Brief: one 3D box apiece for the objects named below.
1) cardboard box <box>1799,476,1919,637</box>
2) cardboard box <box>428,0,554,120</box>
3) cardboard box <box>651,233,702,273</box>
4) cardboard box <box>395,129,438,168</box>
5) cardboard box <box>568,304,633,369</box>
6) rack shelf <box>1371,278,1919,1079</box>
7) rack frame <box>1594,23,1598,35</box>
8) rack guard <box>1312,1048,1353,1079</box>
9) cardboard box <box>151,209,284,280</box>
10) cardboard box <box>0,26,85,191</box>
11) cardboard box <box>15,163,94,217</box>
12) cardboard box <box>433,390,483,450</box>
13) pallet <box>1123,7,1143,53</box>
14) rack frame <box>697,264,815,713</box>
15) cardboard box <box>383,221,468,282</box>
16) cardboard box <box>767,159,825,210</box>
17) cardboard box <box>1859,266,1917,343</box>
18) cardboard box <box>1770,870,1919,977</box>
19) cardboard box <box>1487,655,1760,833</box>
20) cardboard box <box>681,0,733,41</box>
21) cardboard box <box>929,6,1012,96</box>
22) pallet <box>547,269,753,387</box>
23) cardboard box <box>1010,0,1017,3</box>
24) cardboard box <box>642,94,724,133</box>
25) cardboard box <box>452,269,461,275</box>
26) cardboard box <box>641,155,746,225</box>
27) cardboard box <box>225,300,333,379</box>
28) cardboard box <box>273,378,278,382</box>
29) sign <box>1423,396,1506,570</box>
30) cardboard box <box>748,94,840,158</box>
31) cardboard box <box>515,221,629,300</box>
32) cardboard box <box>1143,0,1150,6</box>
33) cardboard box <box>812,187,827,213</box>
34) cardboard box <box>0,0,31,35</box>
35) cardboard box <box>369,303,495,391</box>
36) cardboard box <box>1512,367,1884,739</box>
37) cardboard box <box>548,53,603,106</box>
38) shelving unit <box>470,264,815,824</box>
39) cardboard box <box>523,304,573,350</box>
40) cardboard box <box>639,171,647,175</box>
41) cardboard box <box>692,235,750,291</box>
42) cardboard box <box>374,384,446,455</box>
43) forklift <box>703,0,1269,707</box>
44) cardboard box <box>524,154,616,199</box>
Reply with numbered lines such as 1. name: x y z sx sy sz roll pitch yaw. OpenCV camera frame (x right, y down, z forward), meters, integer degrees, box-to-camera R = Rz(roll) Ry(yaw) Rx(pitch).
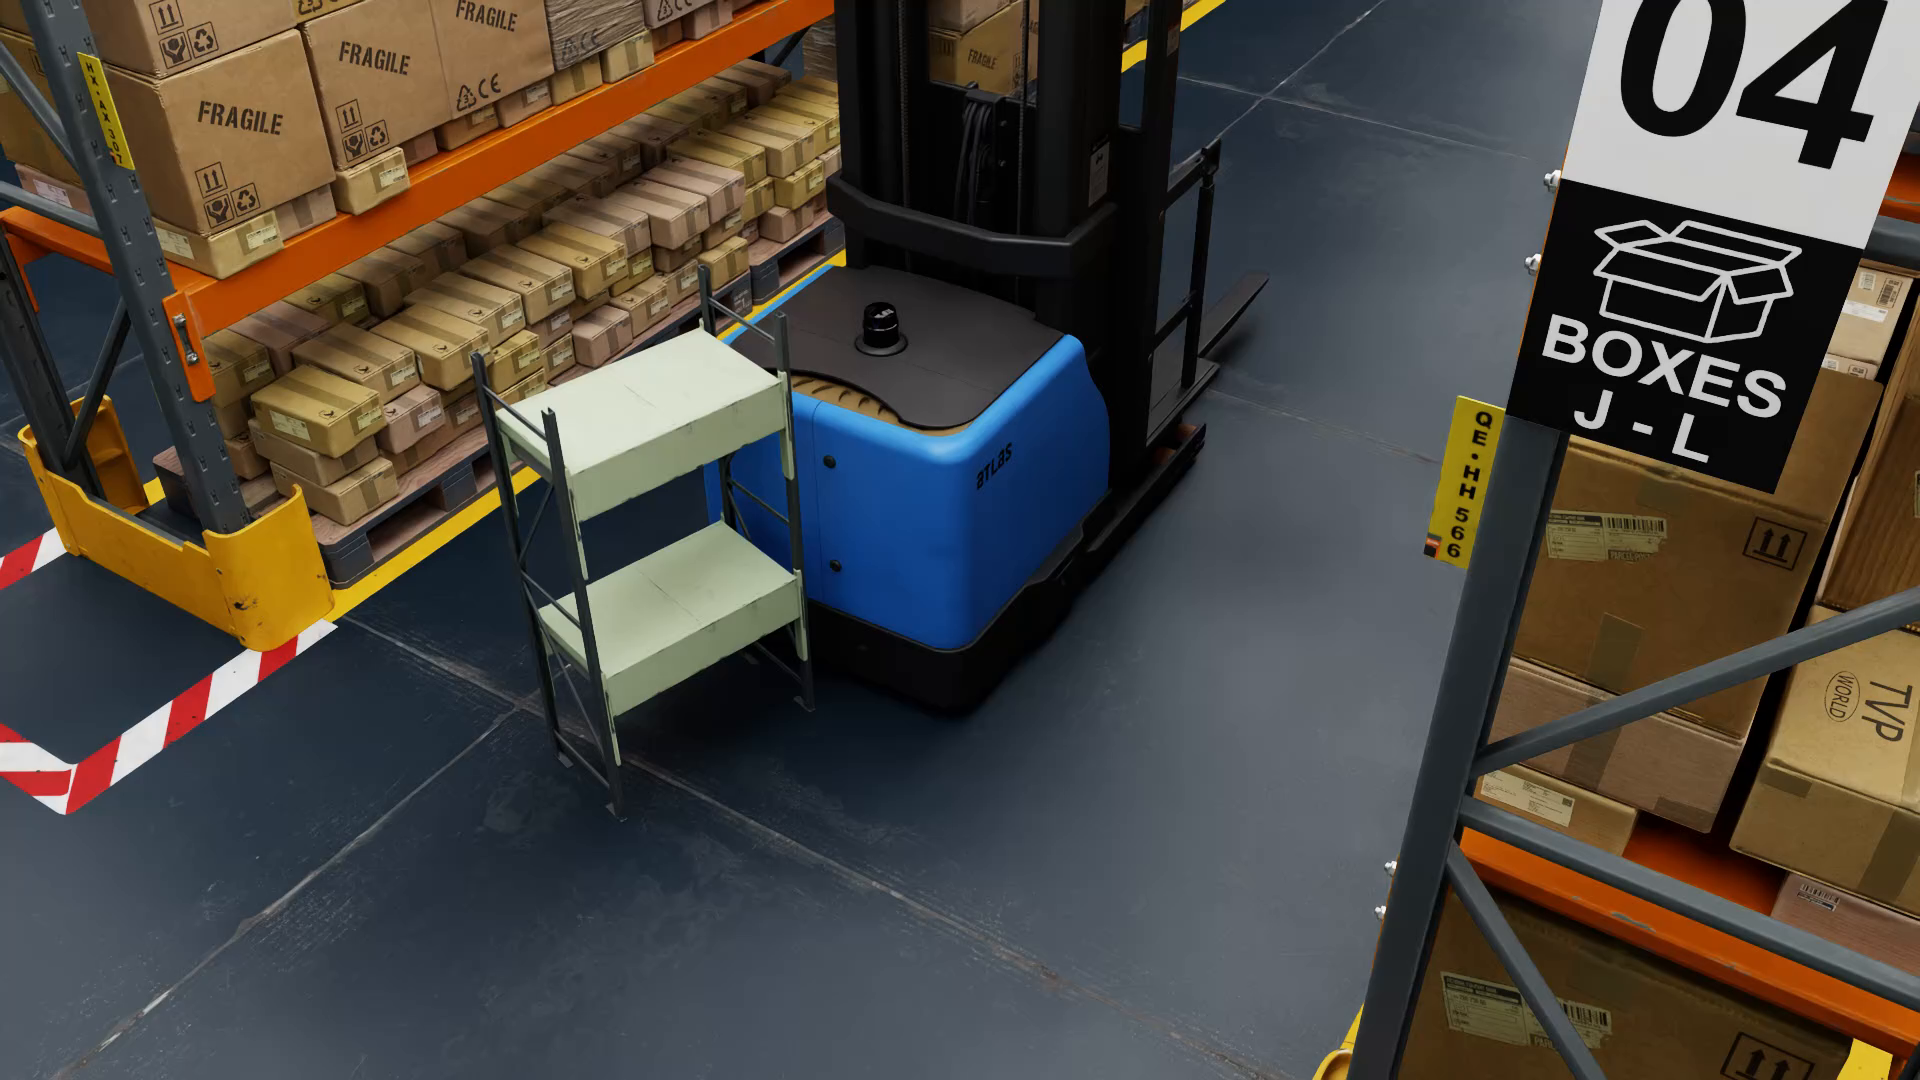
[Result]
1. cardboard box: 2.055 0.161 3.463 0.500 0.250 0.500 21 42 25
2. cardboard box: -1.824 -1.857 5.876 0.500 0.500 0.500 22 43 26
3. cardboard box: -1.355 -1.323 7.256 0.380 0.149 0.250 19 42 23
4. cardboard box: -2.072 -1.430 5.855 0.380 0.149 0.250 23 43 27
5. cardboard box: -1.595 -0.879 6.924 0.380 0.149 0.250 19 42 23
6. rack shelf: 2.369 -0.097 4.509 1.077 0.370 4.000 21 42 25
7. rack frame: 1.297 -1.727 1.120 1.000 3.000 0.127 21 42 25
8. rack guard: 1.285 1.651 3.699 1.175 0.500 0.348 21 42 25
9. cardboard box: -2.386 -0.986 5.278 0.380 0.149 0.250 21 42 25
10. cardboard box: -2.813 -1.499 5.412 0.500 0.500 0.500 22 43 26
11. cardboard box: -2.900 -1.187 5.538 0.380 0.149 0.250 21 42 25
12. cardboard box: -2.087 -0.520 6.459 0.380 0.149 0.250 22 43 26
13. pallet: 0.375 -3.017 9.990 1.003 0.211 1.213 21 42 25
14. rack frame: -0.622 -0.115 5.171 0.023 1.500 0.400 -29 46 -32
15. cardboard box: -2.263 -1.210 6.866 0.380 0.149 0.250 23 43 27
16. cardboard box: -0.857 -1.689 7.732 0.380 0.149 0.250 20 42 24
17. cardboard box: 2.424 -0.792 4.699 0.500 0.250 0.500 22 43 26
18. cardboard box: 1.766 0.673 3.126 0.380 0.149 0.250 22 43 26
19. cardboard box: 1.333 0.254 3.343 0.500 0.250 0.500 20 42 24
20. cardboard box: -1.168 -2.203 6.857 0.380 0.149 0.250 19 42 23
21. cardboard box: -0.074 -2.558 8.815 0.500 0.500 0.500 23 43 27
22. pallet: -1.676 -0.994 7.367 1.003 0.211 1.213 21 42 25
23. cardboard box: 0.209 -3.131 8.944 0.500 0.250 0.500 22 43 26
24. cardboard box: -1.345 -1.982 7.868 0.380 0.149 0.250 21 42 25
25. cardboard box: -2.251 -1.086 6.949 0.380 0.149 0.250 22 43 26
26. cardboard box: -1.167 -1.539 7.293 0.380 0.149 0.250 19 42 23
27. cardboard box: -2.584 -0.765 6.290 0.380 0.149 0.250 22 43 26
28. cardboard box: -2.609 -0.663 6.401 0.380 0.149 0.250 20 42 24
29. sign: 0.847 -0.088 2.765 0.100 0.325 0.005 21 42 25
30. cardboard box: -0.768 -1.947 7.823 0.380 0.149 0.250 22 43 26
31. cardboard box: -1.581 -1.143 6.779 0.380 0.149 0.250 22 43 26
32. cardboard box: 1.036 -3.635 10.212 0.500 0.500 0.500 23 43 27
33. cardboard box: -0.826 -1.705 7.996 0.380 0.149 0.250 22 43 26
34. cardboard box: -2.801 -1.896 5.109 0.500 0.500 0.500 20 42 24
35. cardboard box: -1.980 -0.727 6.240 0.380 0.149 0.250 21 42 25
36. cardboard box: 1.337 -0.044 3.115 0.500 0.500 0.500 22 43 26
37. cardboard box: -1.593 -1.807 6.343 0.380 0.149 0.250 23 43 27
38. shelving unit: -0.895 0.034 4.977 0.755 1.500 0.431 -29 46 -32
39. cardboard box: -1.797 -0.909 6.720 0.380 0.149 0.250 19 42 23
40. cardboard box: -1.465 -1.725 7.779 0.380 0.149 0.250 19 42 23
41. cardboard box: -1.170 -1.278 7.442 0.380 0.149 0.250 21 42 25
42. cardboard box: -2.145 -0.490 6.176 0.380 0.149 0.250 21 42 25
43. forklift: 0.322 -1.491 5.784 1.130 2.935 3.031 20 42 24
44. cardboard box: -1.747 -1.568 7.331 0.380 0.149 0.250 19 42 23
